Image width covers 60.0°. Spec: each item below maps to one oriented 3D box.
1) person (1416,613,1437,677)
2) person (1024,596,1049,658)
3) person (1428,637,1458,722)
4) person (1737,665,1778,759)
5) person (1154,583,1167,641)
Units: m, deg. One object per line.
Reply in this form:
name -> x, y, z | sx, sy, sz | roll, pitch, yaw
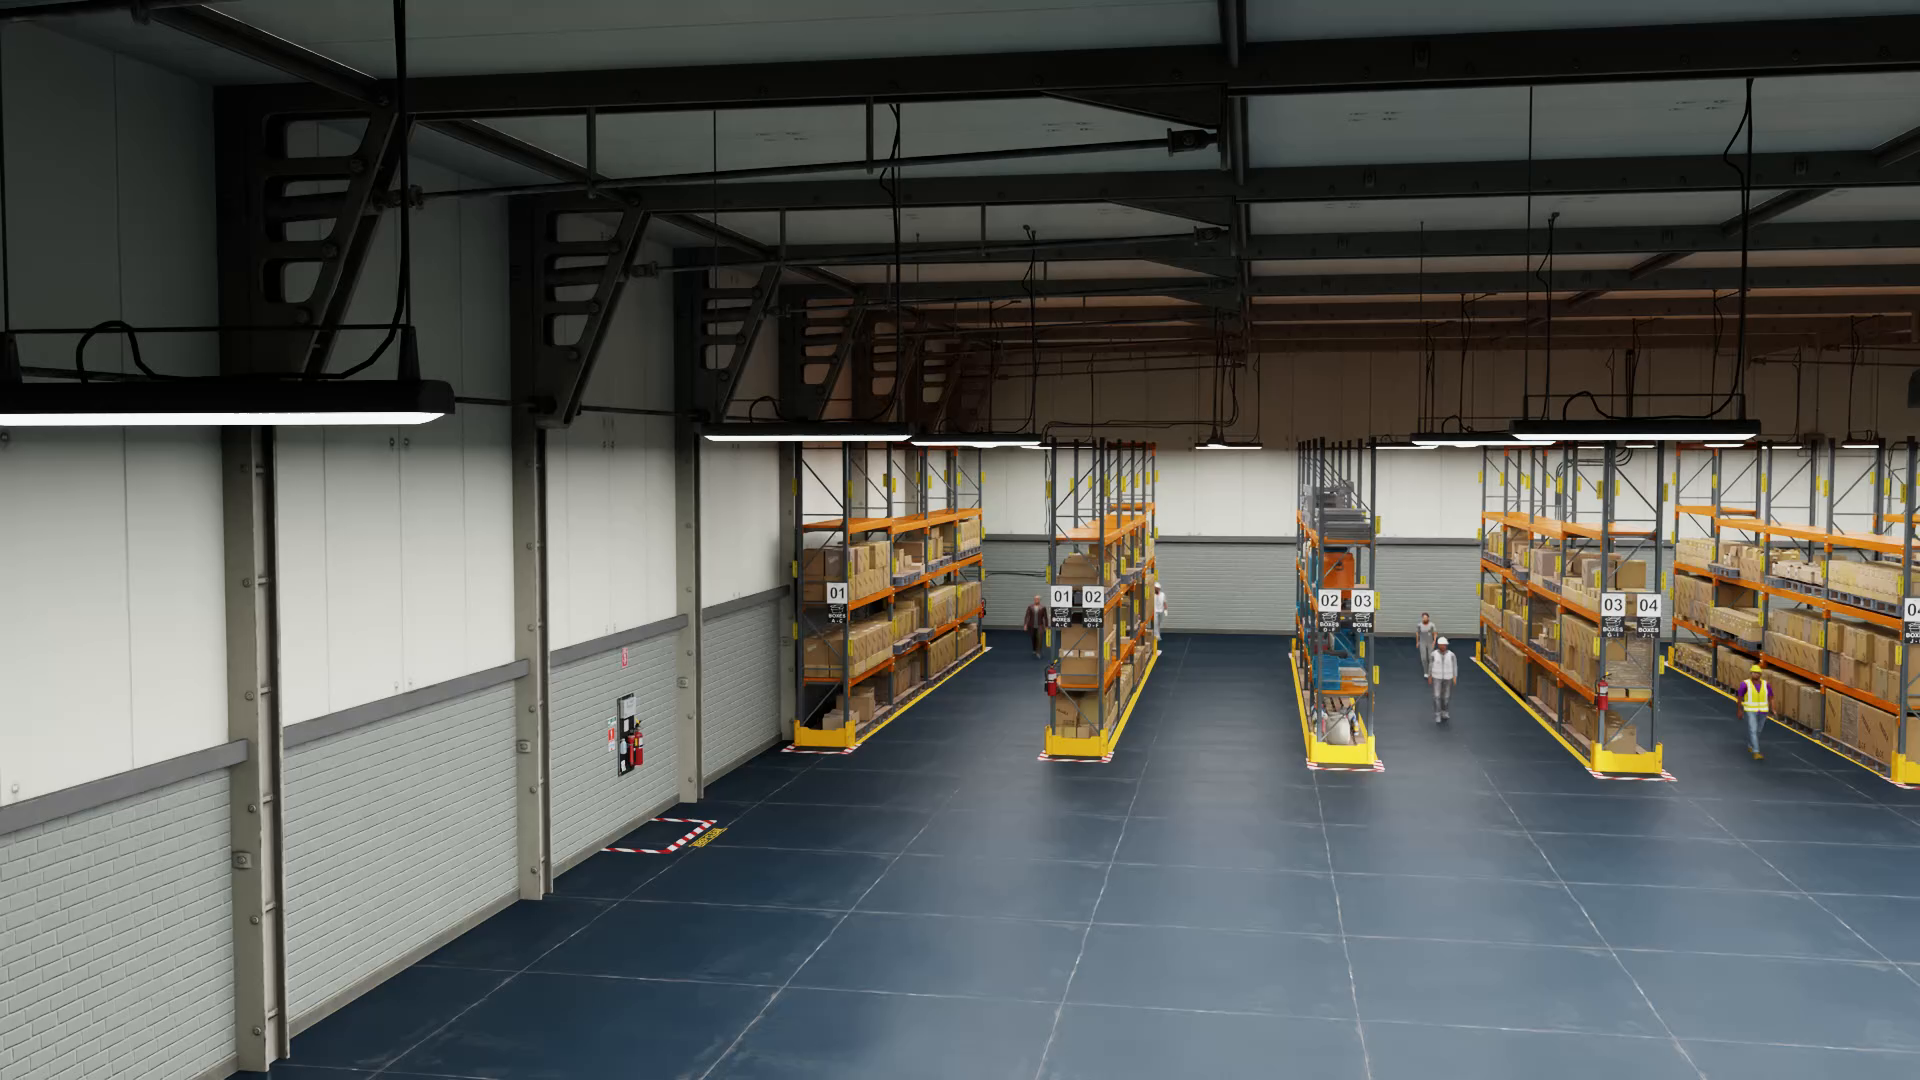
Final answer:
person -> 11.917, 2.641, 42.447 | 0.501, 1.612, 0.608 | 1, 3, 20
person -> 2.118, 2.405, 46.224 | 0.685, 1.709, 1.165 | 0, 3, 7
person -> 10.311, 2.971, 35.487 | 0.589, 1.804, 0.650 | 1, 3, 13
person -> 14.885, 3.200, 31.010 | 0.596, 1.719, 1.009 | 0, 3, 6
person -> 5.996, 2.172, 50.464 | 0.538, 1.724, 1.136 | -1, 3, -15
